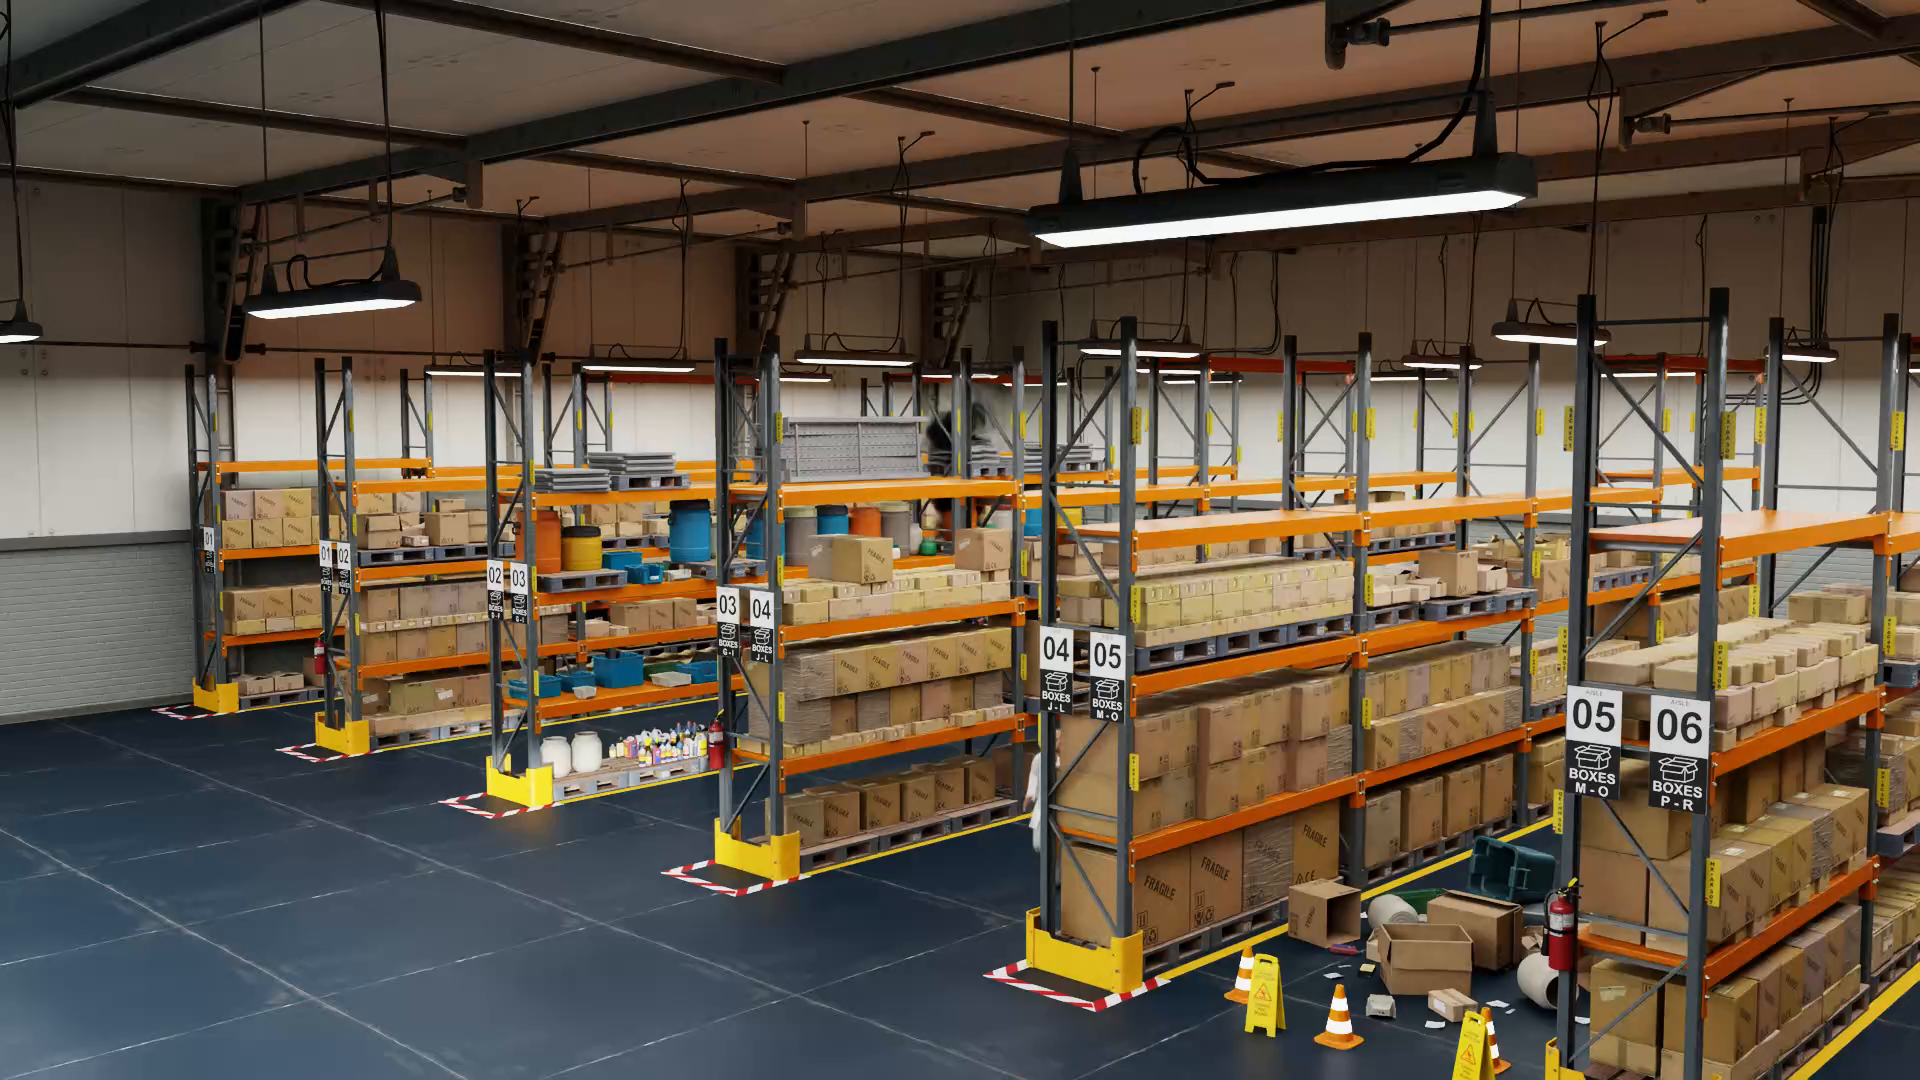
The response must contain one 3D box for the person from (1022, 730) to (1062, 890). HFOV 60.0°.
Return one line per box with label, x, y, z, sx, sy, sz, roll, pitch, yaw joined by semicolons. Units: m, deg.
person;1.038;2.930;18.097;0.723;1.747;0.634;2;5;28
